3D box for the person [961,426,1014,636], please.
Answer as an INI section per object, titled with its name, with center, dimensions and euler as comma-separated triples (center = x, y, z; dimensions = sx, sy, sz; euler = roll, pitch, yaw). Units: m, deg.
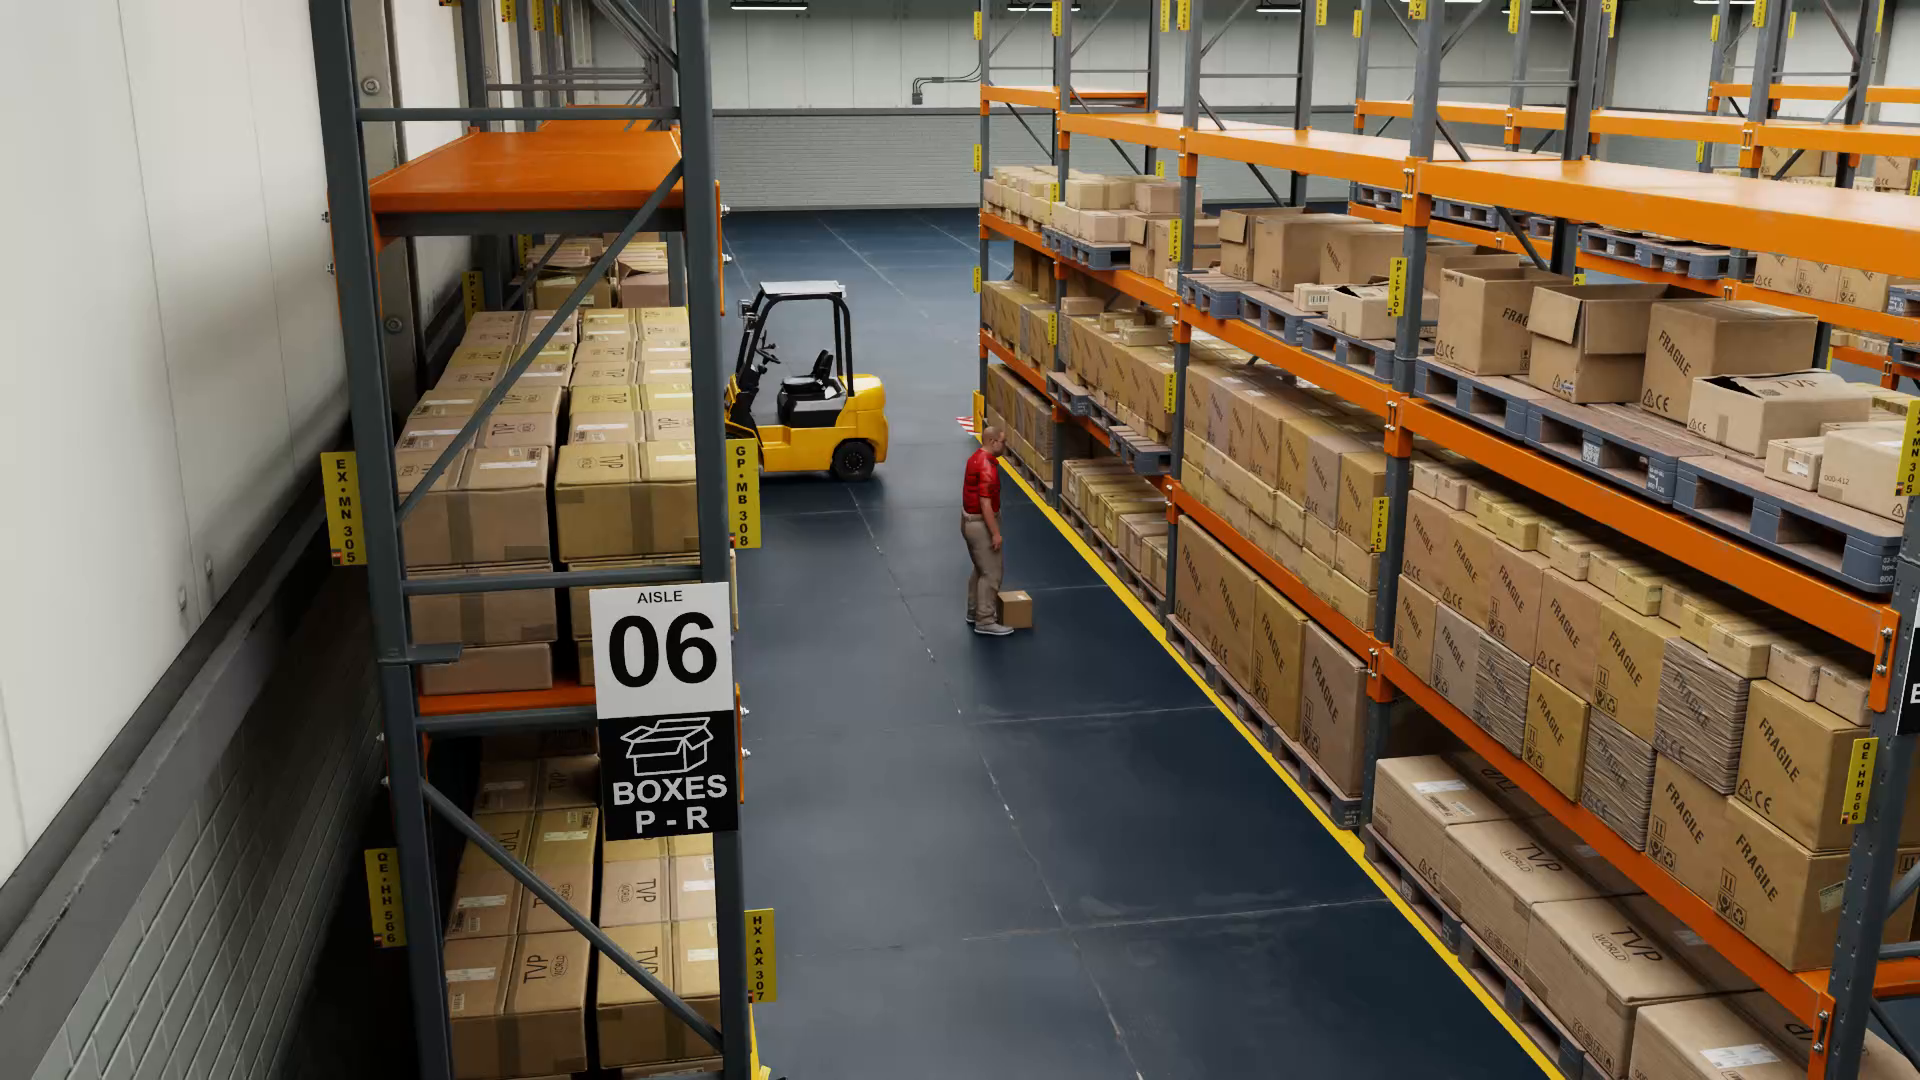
[person]
center = 0.216, -0.097, 13.892
dimensions = 0.392, 1.727, 0.585
euler = -3, 17, -10
